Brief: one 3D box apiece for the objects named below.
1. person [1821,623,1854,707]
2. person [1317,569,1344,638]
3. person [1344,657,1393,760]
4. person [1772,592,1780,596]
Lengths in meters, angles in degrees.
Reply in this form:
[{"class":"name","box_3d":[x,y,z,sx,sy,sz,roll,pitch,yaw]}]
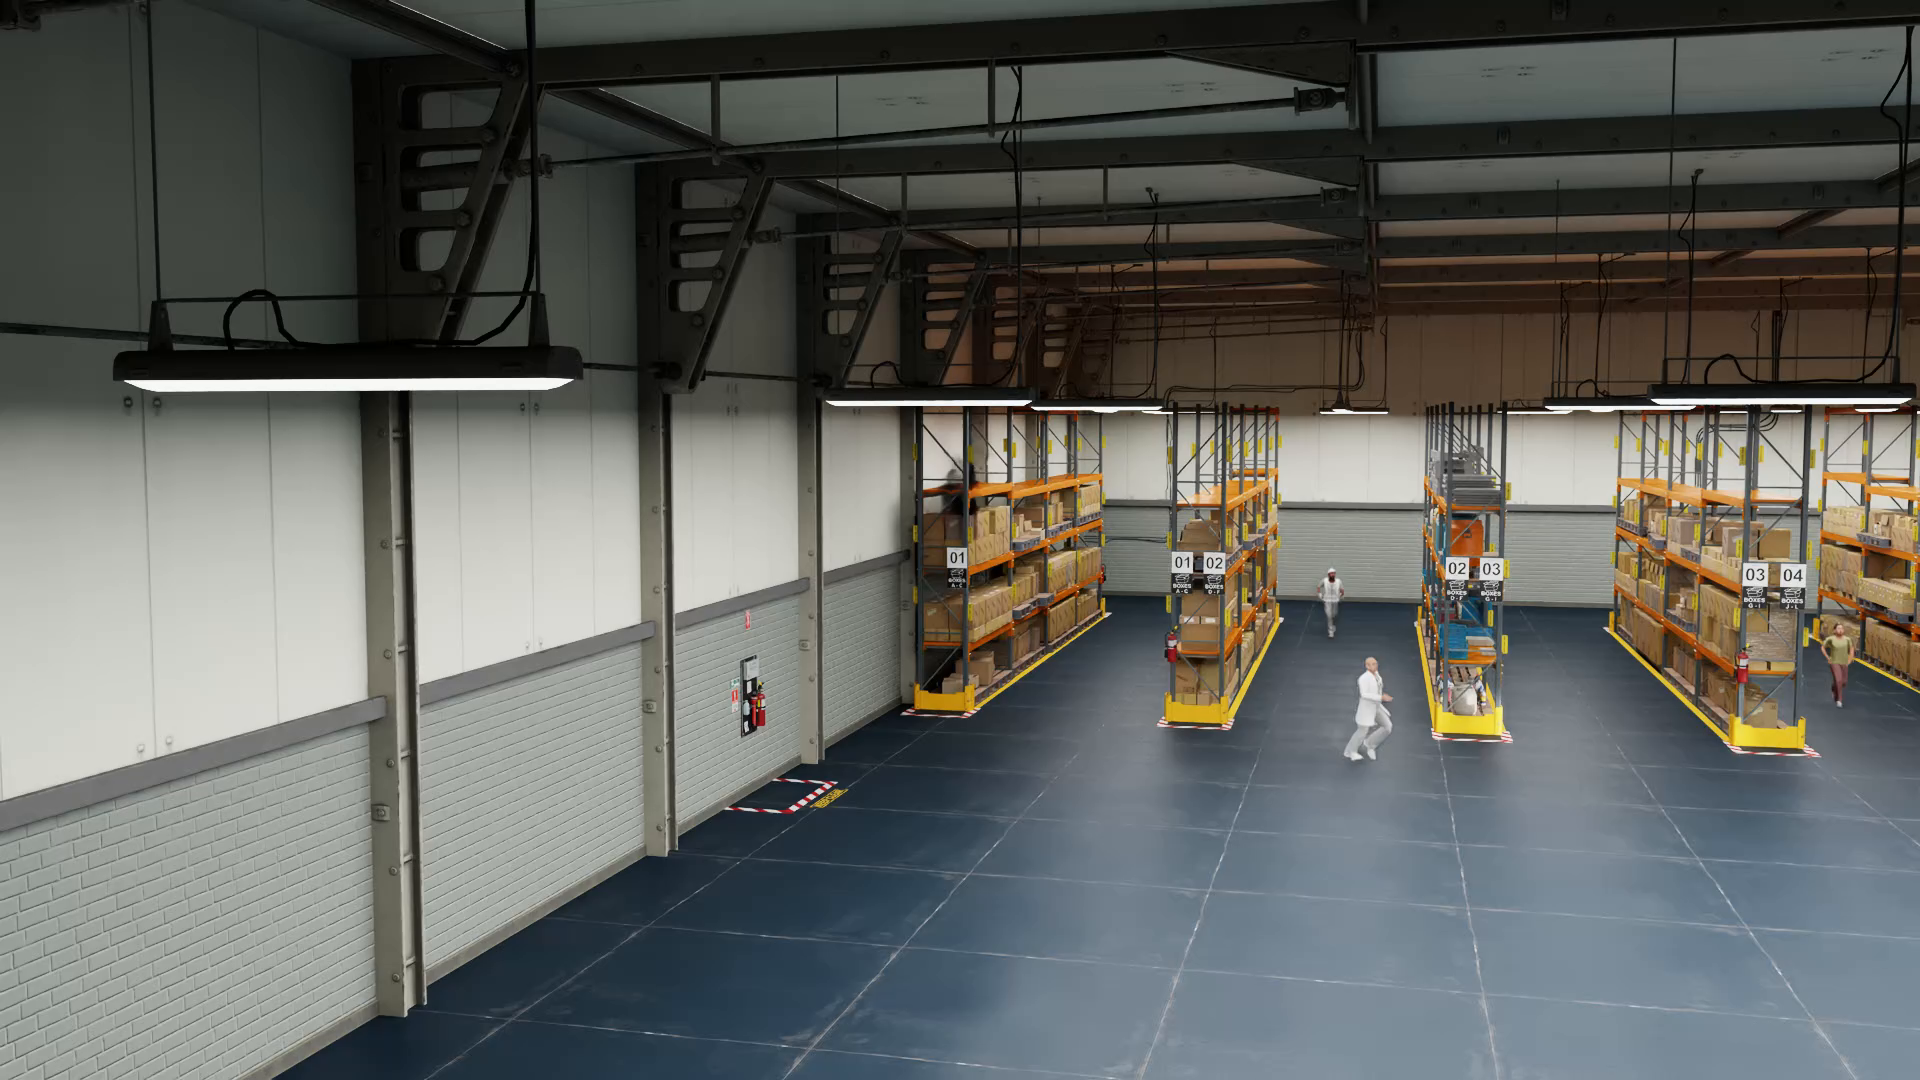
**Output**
[{"class":"person","box_3d":[17.493,2.461,33.169,0.599,1.640,0.733,1,4,7]},{"class":"person","box_3d":[9.692,1.626,43.471,0.691,1.776,0.963,0,4,3]},{"class":"person","box_3d":[6.814,2.797,27.545,0.724,1.734,0.900,-4,6,-41]},{"class":"person","box_3d":[20.422,1.817,41.160,0.666,1.699,0.681,1,4,11]}]
